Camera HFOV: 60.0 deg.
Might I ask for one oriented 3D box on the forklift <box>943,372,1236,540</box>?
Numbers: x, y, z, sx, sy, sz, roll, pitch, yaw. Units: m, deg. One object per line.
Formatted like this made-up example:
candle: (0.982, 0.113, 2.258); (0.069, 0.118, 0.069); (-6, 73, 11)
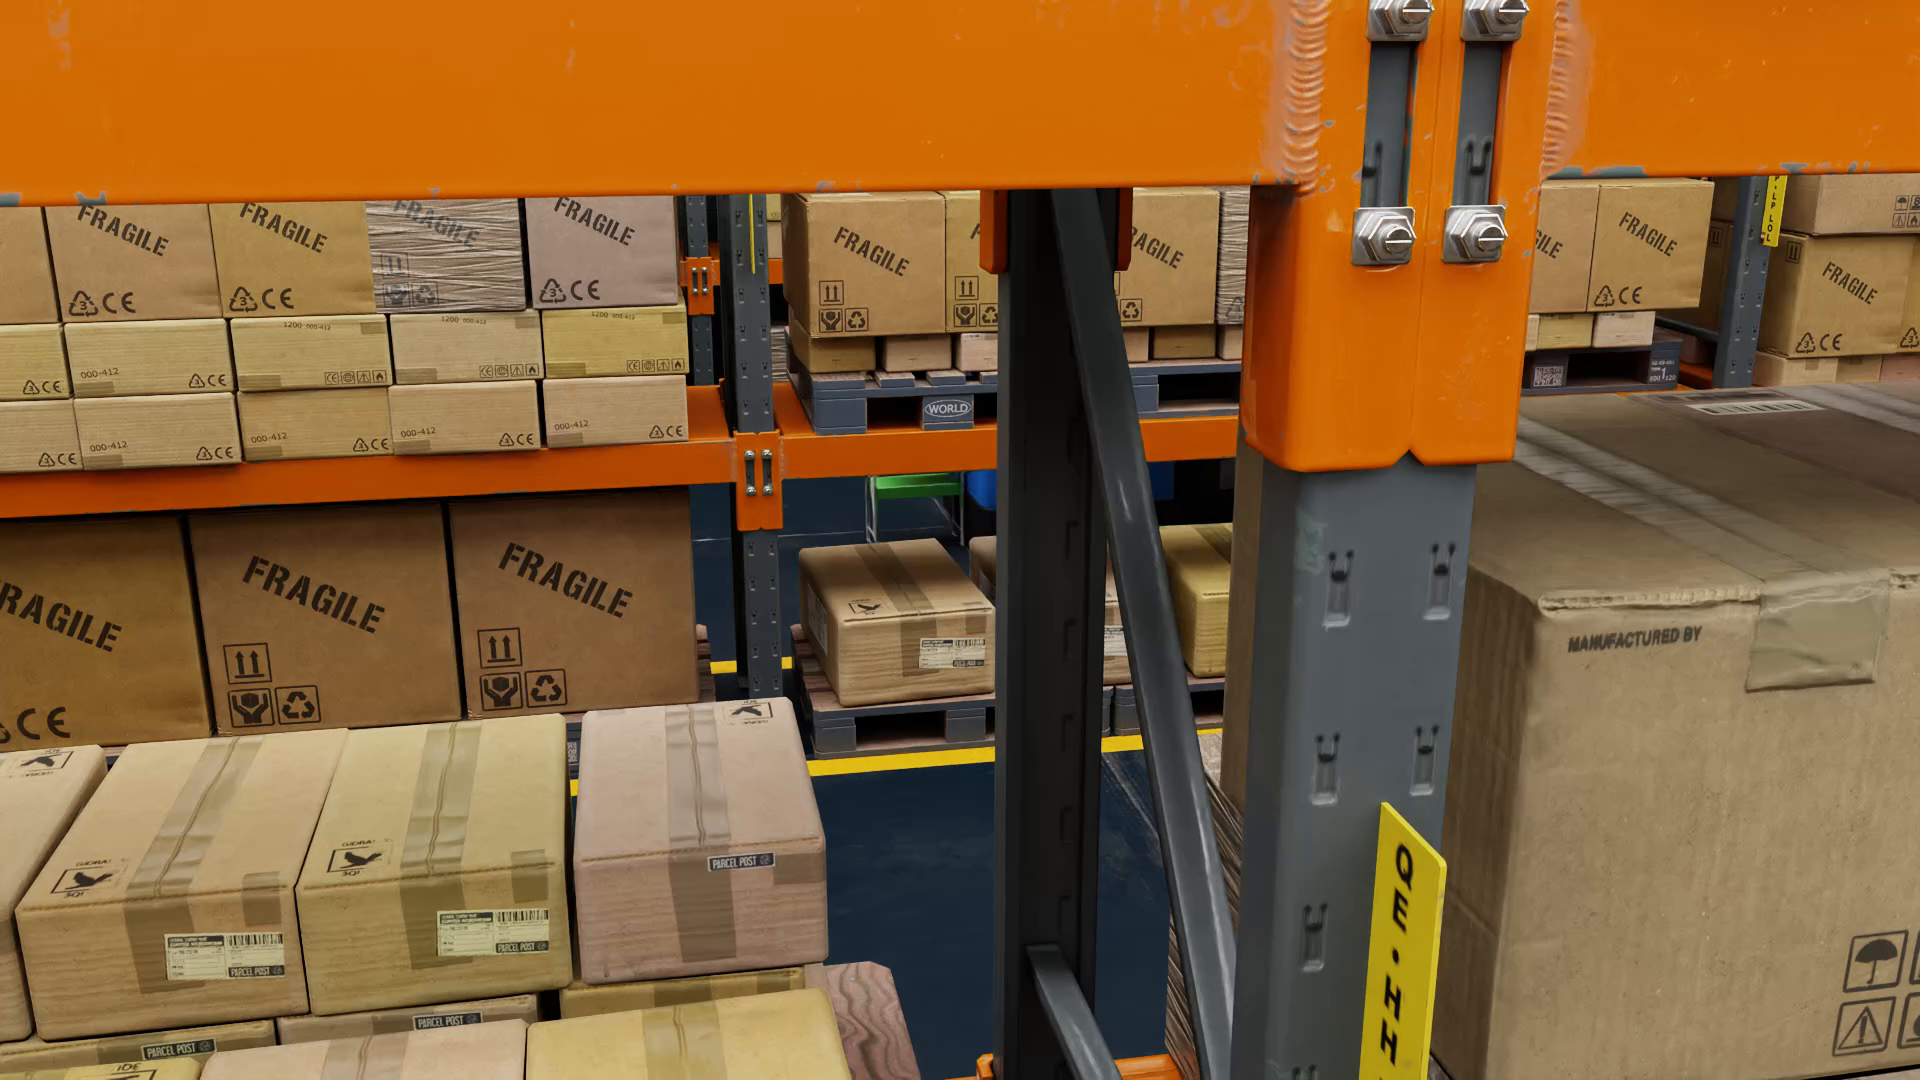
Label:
forklift: (1.476, -1.504, 9.216); (3.031, 2.935, 1.130); (-4, 18, -13)

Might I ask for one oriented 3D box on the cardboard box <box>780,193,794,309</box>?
cardboard box: (-0.443, -1.201, 6.721); (0.500, 0.500, 0.500); (-4, 17, -12)

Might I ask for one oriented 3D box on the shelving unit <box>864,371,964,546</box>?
shelving unit: (-0.250, -0.556, 9.080); (0.503, 1.200, 0.258); (-4, 18, -13)

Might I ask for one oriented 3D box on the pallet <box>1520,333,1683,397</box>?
pallet: (2.312, -0.835, 7.249); (1.213, 0.211, 1.003); (-3, 17, -10)

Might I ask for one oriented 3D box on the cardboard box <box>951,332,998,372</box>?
cardboard box: (0.079, -0.758, 6.383); (0.250, 0.149, 0.380); (-4, 18, -14)

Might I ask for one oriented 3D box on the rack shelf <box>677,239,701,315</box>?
rack shelf: (-3.746, -1.680, 10.899); (4.000, 0.370, 1.077); (-3, 17, -10)

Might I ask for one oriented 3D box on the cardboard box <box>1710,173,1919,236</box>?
cardboard box: (3.563, -1.558, 6.894); (0.500, 0.500, 0.700); (-3, 17, -11)

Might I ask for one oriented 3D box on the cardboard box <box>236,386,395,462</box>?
cardboard box: (-2.280, -0.474, 6.001); (0.500, 0.250, 0.500); (-3, 17, -11)

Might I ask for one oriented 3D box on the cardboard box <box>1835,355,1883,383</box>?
cardboard box: (3.699, -0.762, 7.111); (0.250, 0.149, 0.380); (-3, 17, -9)

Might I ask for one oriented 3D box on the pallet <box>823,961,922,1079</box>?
pallet: (-0.478, 0.879, 1.669); (1.003, 0.211, 1.213); (-3, 17, -10)

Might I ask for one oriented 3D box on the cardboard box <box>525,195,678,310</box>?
cardboard box: (-1.295, -1.126, 5.997); (0.500, 0.500, 0.500); (-4, 17, -12)

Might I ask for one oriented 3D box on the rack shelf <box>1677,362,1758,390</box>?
rack shelf: (5.054, -0.695, 7.691); (4.000, 0.370, 1.077); (-3, 17, -10)

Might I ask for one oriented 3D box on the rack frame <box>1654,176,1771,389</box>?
rack frame: (3.090, -0.928, 7.223); (0.127, 3.000, 1.000); (-3, 17, -10)

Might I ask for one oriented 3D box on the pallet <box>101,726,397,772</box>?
pallet: (-2.821, 0.717, 6.617); (1.213, 0.211, 1.003); (-3, 17, -10)

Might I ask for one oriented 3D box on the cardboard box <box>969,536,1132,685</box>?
cardboard box: (0.443, 0.279, 7.056); (0.625, 0.372, 0.950); (-4, 17, -12)

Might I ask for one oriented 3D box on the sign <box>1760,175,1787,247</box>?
sign: (3.199, -1.321, 6.533); (0.005, 0.325, 0.100); (-3, 17, -10)

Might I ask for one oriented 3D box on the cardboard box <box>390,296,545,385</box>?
cardboard box: (-1.767, -0.742, 6.024); (0.500, 0.250, 0.500); (-4, 17, -12)

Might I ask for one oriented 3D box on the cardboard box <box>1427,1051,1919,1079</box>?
cardboard box: (0.693, 0.722, 1.683); (0.500, 0.500, 0.500); (-3, 17, -10)

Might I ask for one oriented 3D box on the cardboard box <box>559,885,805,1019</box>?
cardboard box: (-0.311, 0.463, 1.902); (0.250, 0.149, 0.380); (-2, 17, -8)

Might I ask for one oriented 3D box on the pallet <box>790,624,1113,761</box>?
pallet: (-0.069, 0.585, 7.047); (1.213, 0.211, 1.003); (-3, 17, -10)

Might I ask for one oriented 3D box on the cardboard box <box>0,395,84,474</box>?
cardboard box: (-3.268, -0.412, 5.800); (0.500, 0.250, 0.500); (-3, 17, -11)

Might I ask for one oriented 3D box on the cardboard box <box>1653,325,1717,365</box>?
cardboard box: (3.348, -0.913, 7.604); (0.250, 0.149, 0.380); (-3, 17, -11)

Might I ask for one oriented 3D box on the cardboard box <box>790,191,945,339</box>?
cardboard box: (-0.351, -1.054, 6.242); (0.500, 0.500, 0.500); (-4, 17, -12)

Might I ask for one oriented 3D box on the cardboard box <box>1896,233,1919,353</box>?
cardboard box: (4.064, -1.096, 7.096); (0.500, 0.500, 0.500); (-3, 17, -11)

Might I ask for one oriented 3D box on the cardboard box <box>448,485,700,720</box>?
cardboard box: (-1.531, 0.125, 6.701); (0.875, 0.875, 0.875); (-3, 17, -11)

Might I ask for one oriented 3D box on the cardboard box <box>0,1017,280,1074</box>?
cardboard box: (-0.839, 0.494, 1.800); (0.250, 0.149, 0.380); (-4, 17, -12)

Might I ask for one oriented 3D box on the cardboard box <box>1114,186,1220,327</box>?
cardboard box: (0.679, -1.116, 6.446); (0.500, 0.500, 0.500); (-3, 17, -10)

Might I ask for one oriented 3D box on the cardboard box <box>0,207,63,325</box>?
cardboard box: (-3.291, -1.013, 5.628); (0.500, 0.500, 0.500); (-4, 17, -12)

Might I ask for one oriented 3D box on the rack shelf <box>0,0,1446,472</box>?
rack shelf: (-1.762, -0.262, 1.173); (4.000, 0.370, 1.077); (-3, 17, -10)

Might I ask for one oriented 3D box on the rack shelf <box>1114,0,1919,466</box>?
rack shelf: (2.165, -0.485, 1.898); (4.000, 0.370, 1.077); (-3, 17, -10)

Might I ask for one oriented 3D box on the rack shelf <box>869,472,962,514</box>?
rack shelf: (-0.250, -0.266, 9.169); (0.480, 0.148, 0.258); (-4, 18, -13)

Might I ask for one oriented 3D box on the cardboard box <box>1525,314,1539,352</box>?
cardboard box: (2.129, -0.866, 6.734); (0.250, 0.149, 0.380); (-4, 17, -11)

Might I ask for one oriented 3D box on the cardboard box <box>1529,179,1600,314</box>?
cardboard box: (2.194, -1.198, 6.713); (0.500, 0.500, 0.500); (-3, 17, -10)

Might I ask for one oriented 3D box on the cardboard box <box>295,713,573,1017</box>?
cardboard box: (-0.553, 0.337, 1.805); (0.250, 0.149, 0.380); (-4, 17, -12)

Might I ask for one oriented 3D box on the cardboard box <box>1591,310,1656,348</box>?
cardboard box: (2.638, -0.900, 6.846); (0.250, 0.149, 0.380); (-3, 17, -10)

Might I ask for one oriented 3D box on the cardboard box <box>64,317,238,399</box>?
cardboard box: (-2.776, -0.679, 5.817); (0.500, 0.250, 0.500); (-4, 17, -12)

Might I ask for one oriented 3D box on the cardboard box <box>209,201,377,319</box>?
cardboard box: (-2.286, -1.070, 5.812); (0.500, 0.500, 0.500); (-3, 17, -10)

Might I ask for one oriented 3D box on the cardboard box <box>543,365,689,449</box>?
cardboard box: (-1.284, -0.530, 6.184); (0.500, 0.250, 0.500); (-4, 17, -12)

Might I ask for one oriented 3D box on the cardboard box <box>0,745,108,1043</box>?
cardboard box: (-1.054, 0.364, 1.717); (0.250, 0.149, 0.380); (-4, 18, -13)

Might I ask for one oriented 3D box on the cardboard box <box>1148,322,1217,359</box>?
cardboard box: (0.844, -0.830, 6.619); (0.250, 0.149, 0.380); (-3, 17, -8)

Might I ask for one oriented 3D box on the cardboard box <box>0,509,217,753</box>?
cardboard box: (-3.285, 0.223, 6.381); (0.875, 0.875, 0.875); (-3, 17, -9)

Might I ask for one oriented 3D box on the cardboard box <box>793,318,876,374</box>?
cardboard box: (-0.483, -0.750, 6.357); (0.250, 0.149, 0.380); (-4, 18, -14)

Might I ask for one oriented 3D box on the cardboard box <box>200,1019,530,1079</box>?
cardboard box: (-0.440, 0.524, 1.195); (0.250, 0.149, 0.380); (-3, 17, -11)

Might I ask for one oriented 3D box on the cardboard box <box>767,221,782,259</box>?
cardboard box: (-1.300, -2.018, 11.029); (0.500, 0.250, 0.500); (-3, 17, -10)

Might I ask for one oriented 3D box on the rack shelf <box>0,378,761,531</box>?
rack shelf: (-2.801, -0.250, 6.241); (4.000, 0.370, 1.077); (-3, 17, -10)

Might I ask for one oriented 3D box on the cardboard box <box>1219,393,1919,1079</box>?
cardboard box: (0.644, 0.169, 1.781); (0.500, 0.500, 0.700); (-3, 17, -11)

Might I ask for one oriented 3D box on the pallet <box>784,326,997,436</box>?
pallet: (-0.158, -0.684, 6.755); (1.003, 0.211, 1.213); (-3, 17, -10)

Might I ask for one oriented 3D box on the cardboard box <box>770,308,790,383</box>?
cardboard box: (-1.167, -1.232, 11.543); (0.625, 0.625, 0.875); (-3, 17, -9)

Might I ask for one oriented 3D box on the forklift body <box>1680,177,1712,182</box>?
forklift body: (4.557, -1.544, 10.675); (1.214, 2.155, 2.313); (-3, 17, -10)

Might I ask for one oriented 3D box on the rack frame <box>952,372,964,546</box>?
rack frame: (-0.013, -0.573, 9.134); (0.015, 1.200, 0.240); (-4, 18, -13)
